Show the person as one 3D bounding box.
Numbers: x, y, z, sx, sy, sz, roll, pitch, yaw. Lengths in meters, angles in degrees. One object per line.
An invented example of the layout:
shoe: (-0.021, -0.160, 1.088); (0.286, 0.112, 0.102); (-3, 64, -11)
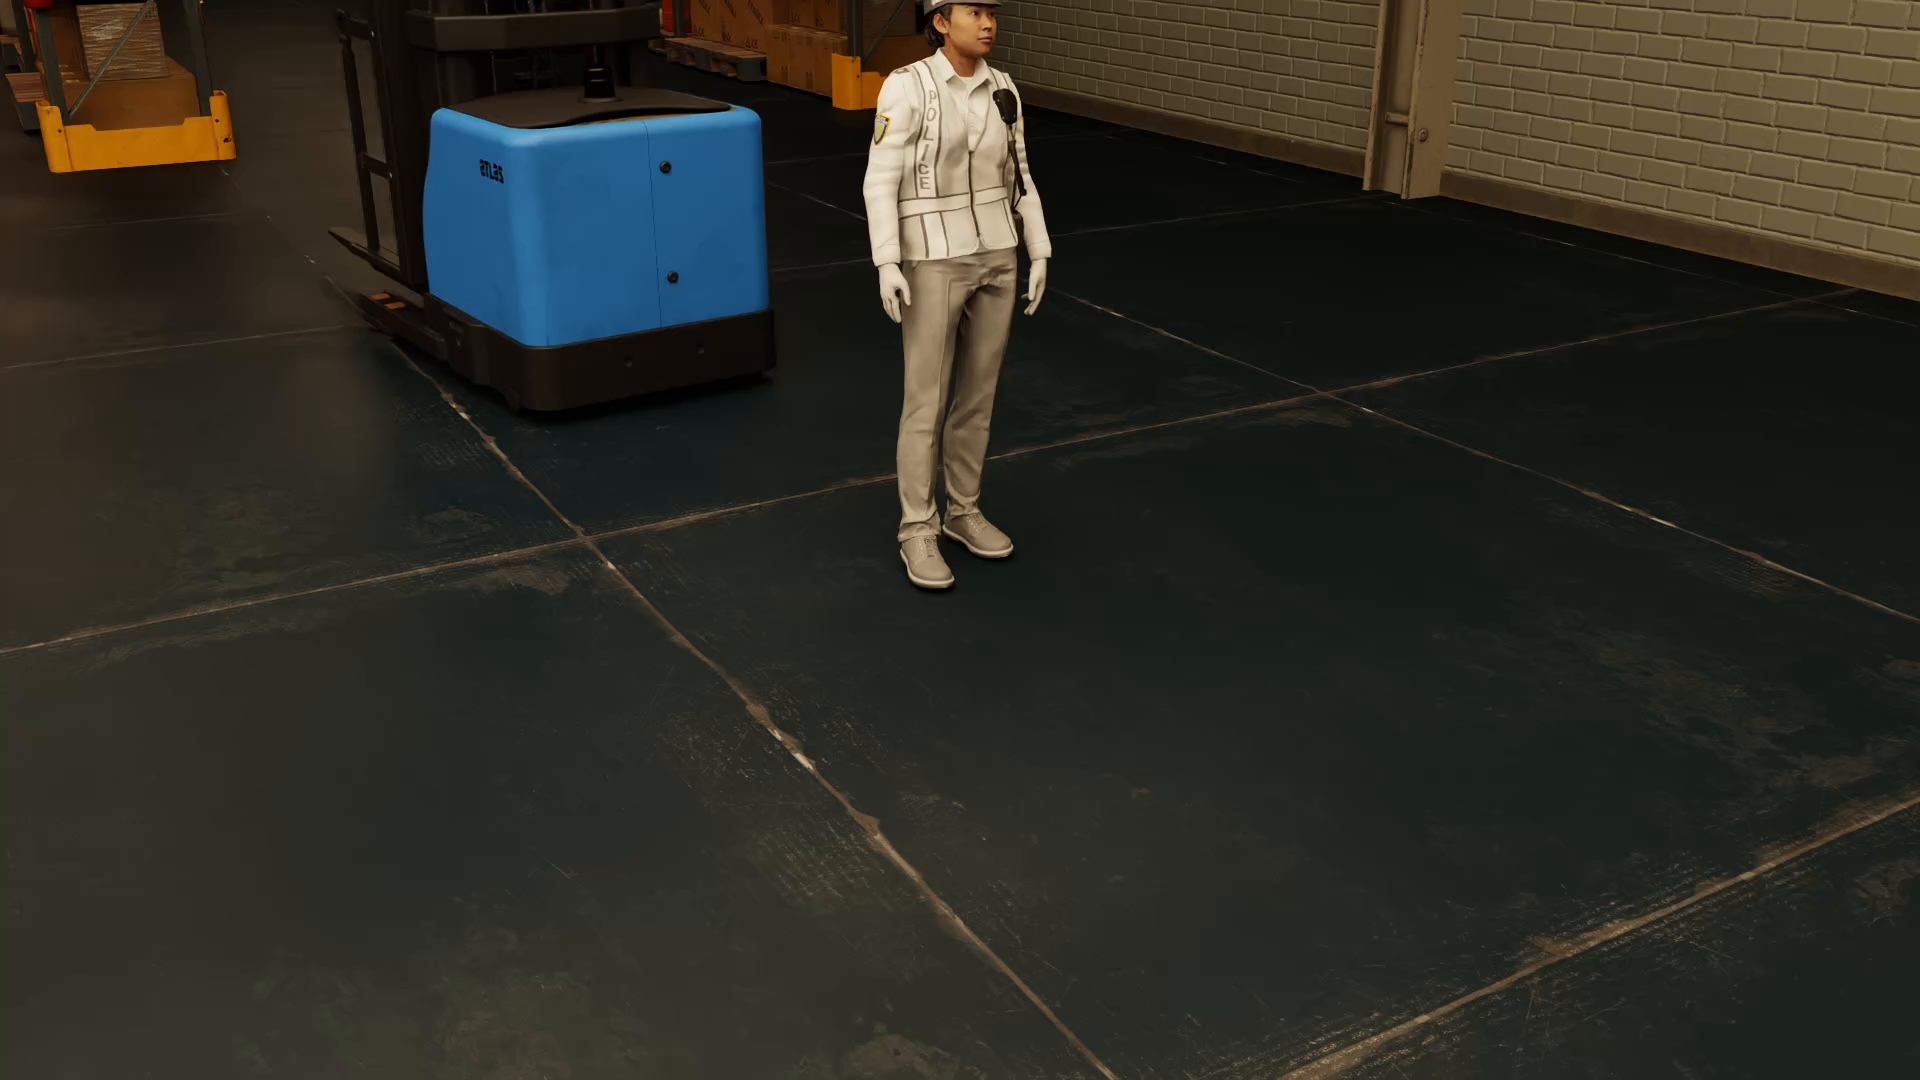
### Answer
person: (0.029, -0.767, 4.753); (0.588, 1.695, 0.531); (-12, 25, -28)

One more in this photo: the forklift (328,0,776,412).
forklift: (-2.010, -2.325, 6.939); (1.130, 2.935, 3.031); (-16, 27, -33)
